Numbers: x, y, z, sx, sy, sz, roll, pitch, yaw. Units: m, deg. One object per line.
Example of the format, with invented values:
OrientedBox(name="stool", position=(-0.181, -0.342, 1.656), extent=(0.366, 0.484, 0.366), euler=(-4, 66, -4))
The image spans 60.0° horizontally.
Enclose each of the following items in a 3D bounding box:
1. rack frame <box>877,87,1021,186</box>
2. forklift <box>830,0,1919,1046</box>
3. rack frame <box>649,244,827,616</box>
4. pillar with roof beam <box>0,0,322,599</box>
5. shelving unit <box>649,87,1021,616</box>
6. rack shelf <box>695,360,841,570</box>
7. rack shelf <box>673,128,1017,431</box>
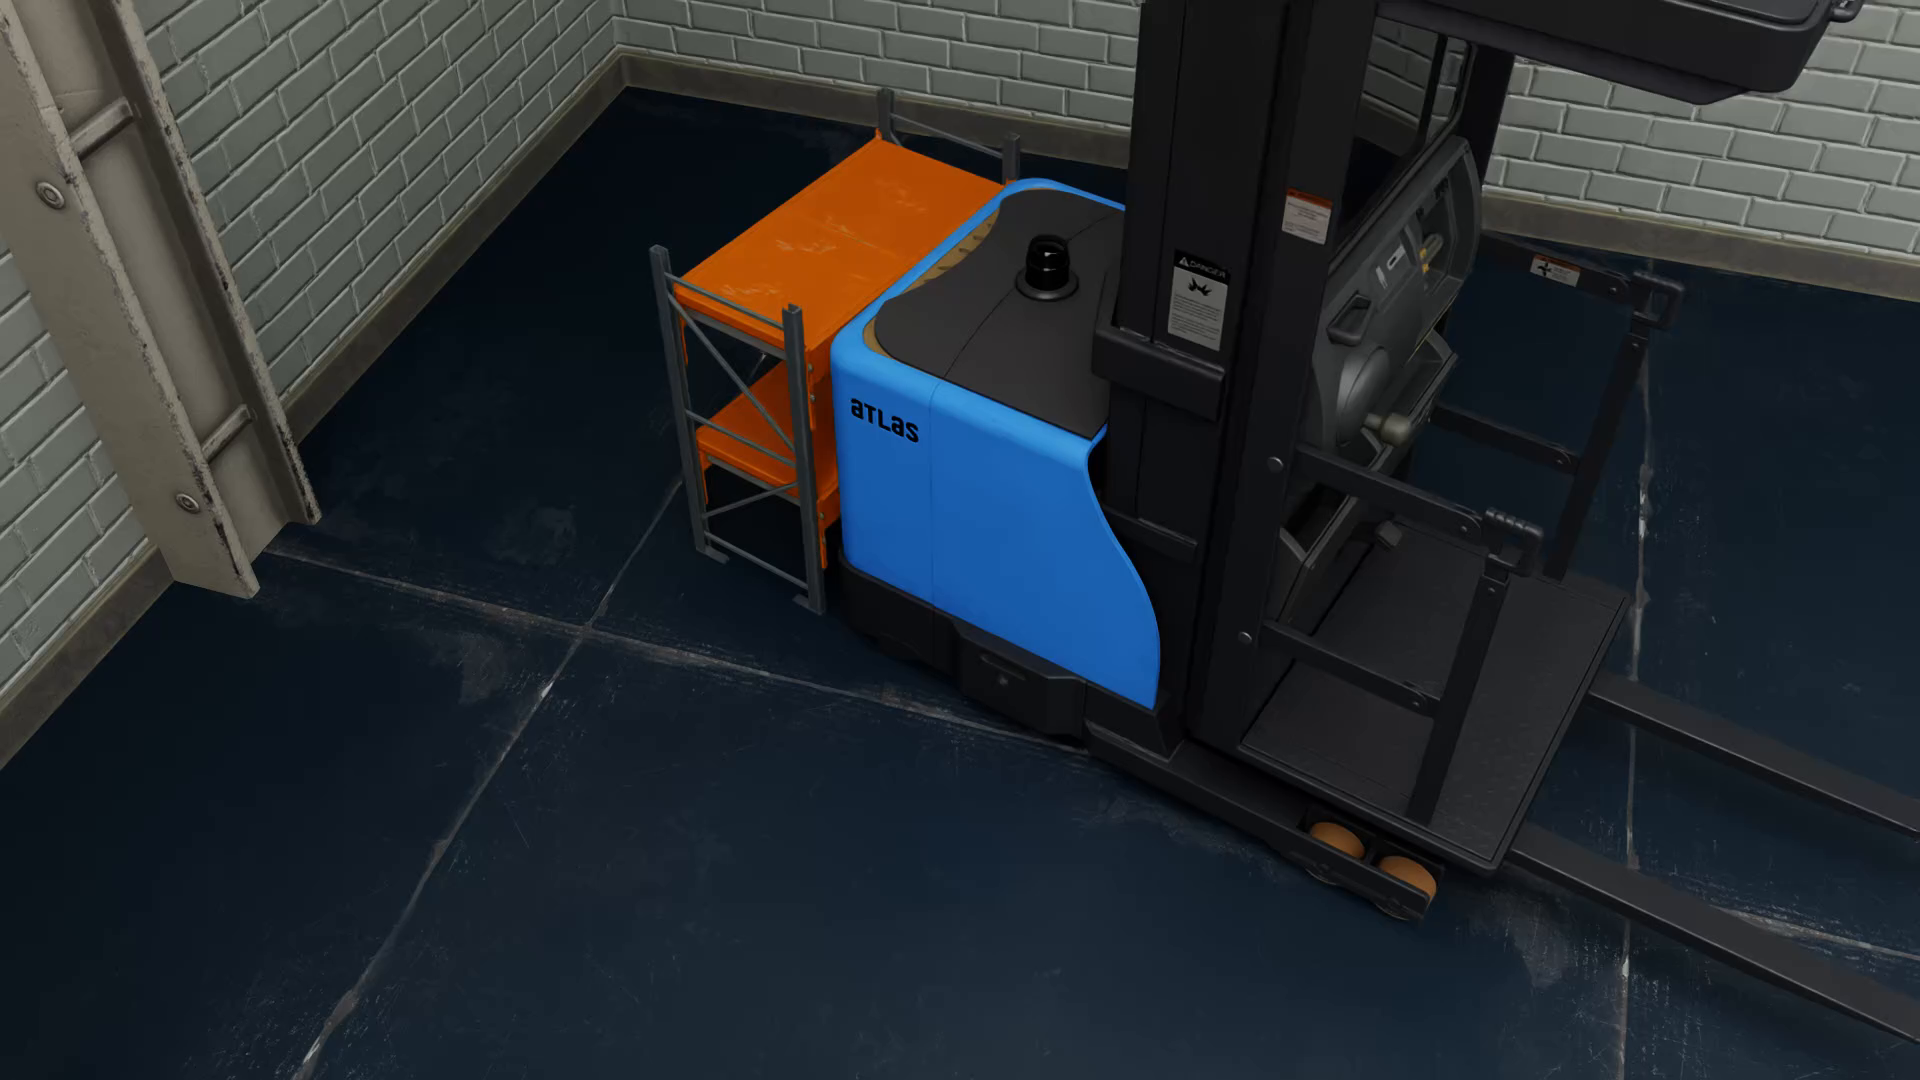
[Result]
OrientedBox(name="rack frame", position=(-0.037, -0.865, 5.330), extent=(0.500, 1.125, 0.032), euler=(26, 50, 24))
OrientedBox(name="forklift", position=(1.163, -0.506, 3.671), extent=(3.031, 2.935, 1.130), euler=(24, 49, 23))
OrientedBox(name="rack frame", position=(-0.617, -0.282, 4.734), extent=(0.500, 1.125, 0.032), euler=(26, 50, 24))
OrientedBox(name="pillar with roof beam", position=(1.854, -2.288, 1.154), extent=(9.100, 9.000, 0.400), euler=(13, 46, 13))
OrientedBox(name="shelving unit", position=(-0.327, -0.574, 5.032), extent=(0.538, 1.125, 1.048), euler=(26, 50, 24))
OrientedBox(name="rack shelf", position=(-0.327, -0.399, 5.203), extent=(0.538, 0.278, 1.000), euler=(26, 50, 24))
OrientedBox(name="rack shelf", position=(-0.327, -0.783, 4.827), extent=(0.538, 0.278, 1.000), euler=(26, 50, 24))
